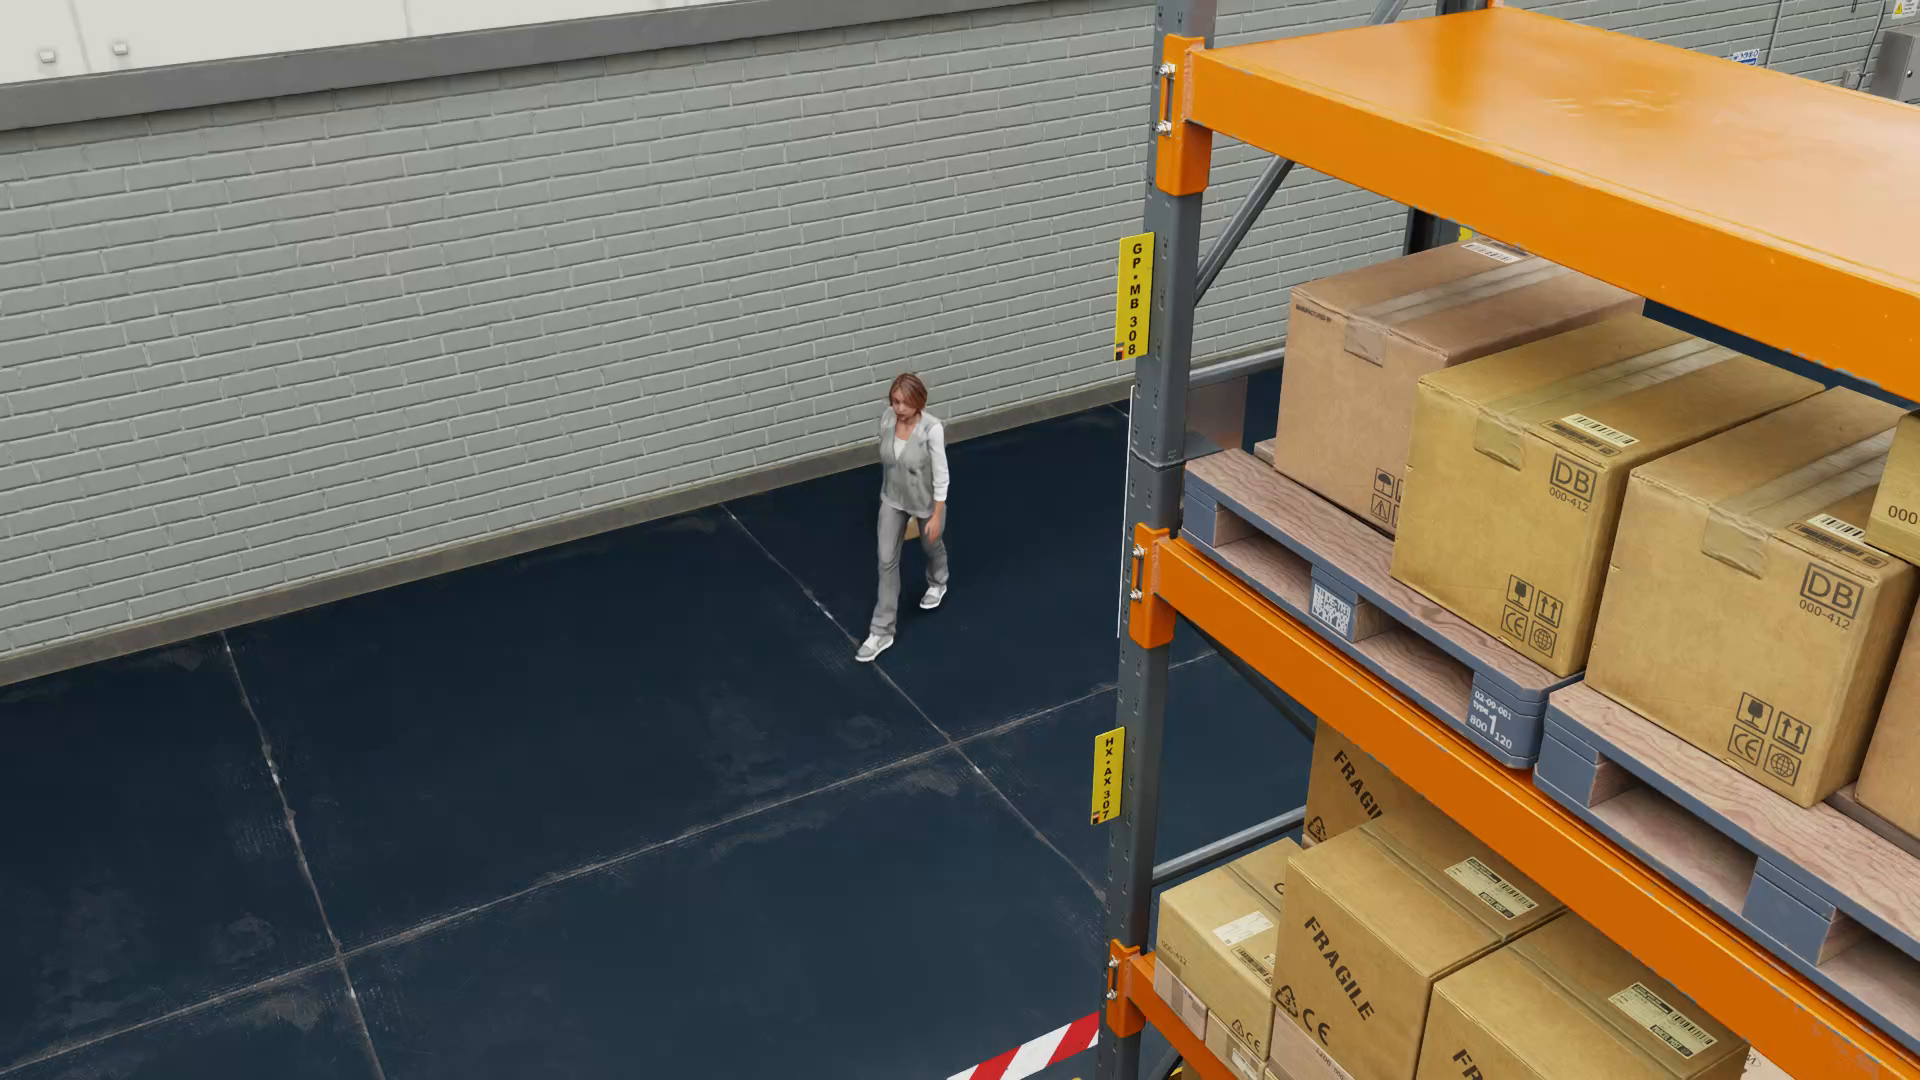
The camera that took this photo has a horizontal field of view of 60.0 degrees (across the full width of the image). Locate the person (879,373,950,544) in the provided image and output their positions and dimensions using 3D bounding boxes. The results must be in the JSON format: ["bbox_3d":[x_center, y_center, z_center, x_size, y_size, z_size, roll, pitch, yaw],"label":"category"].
[{"bbox_3d":[-0.246,-0.471,8.746,0.444,0.918,0.362,10,31,17],"label":"person"}]
